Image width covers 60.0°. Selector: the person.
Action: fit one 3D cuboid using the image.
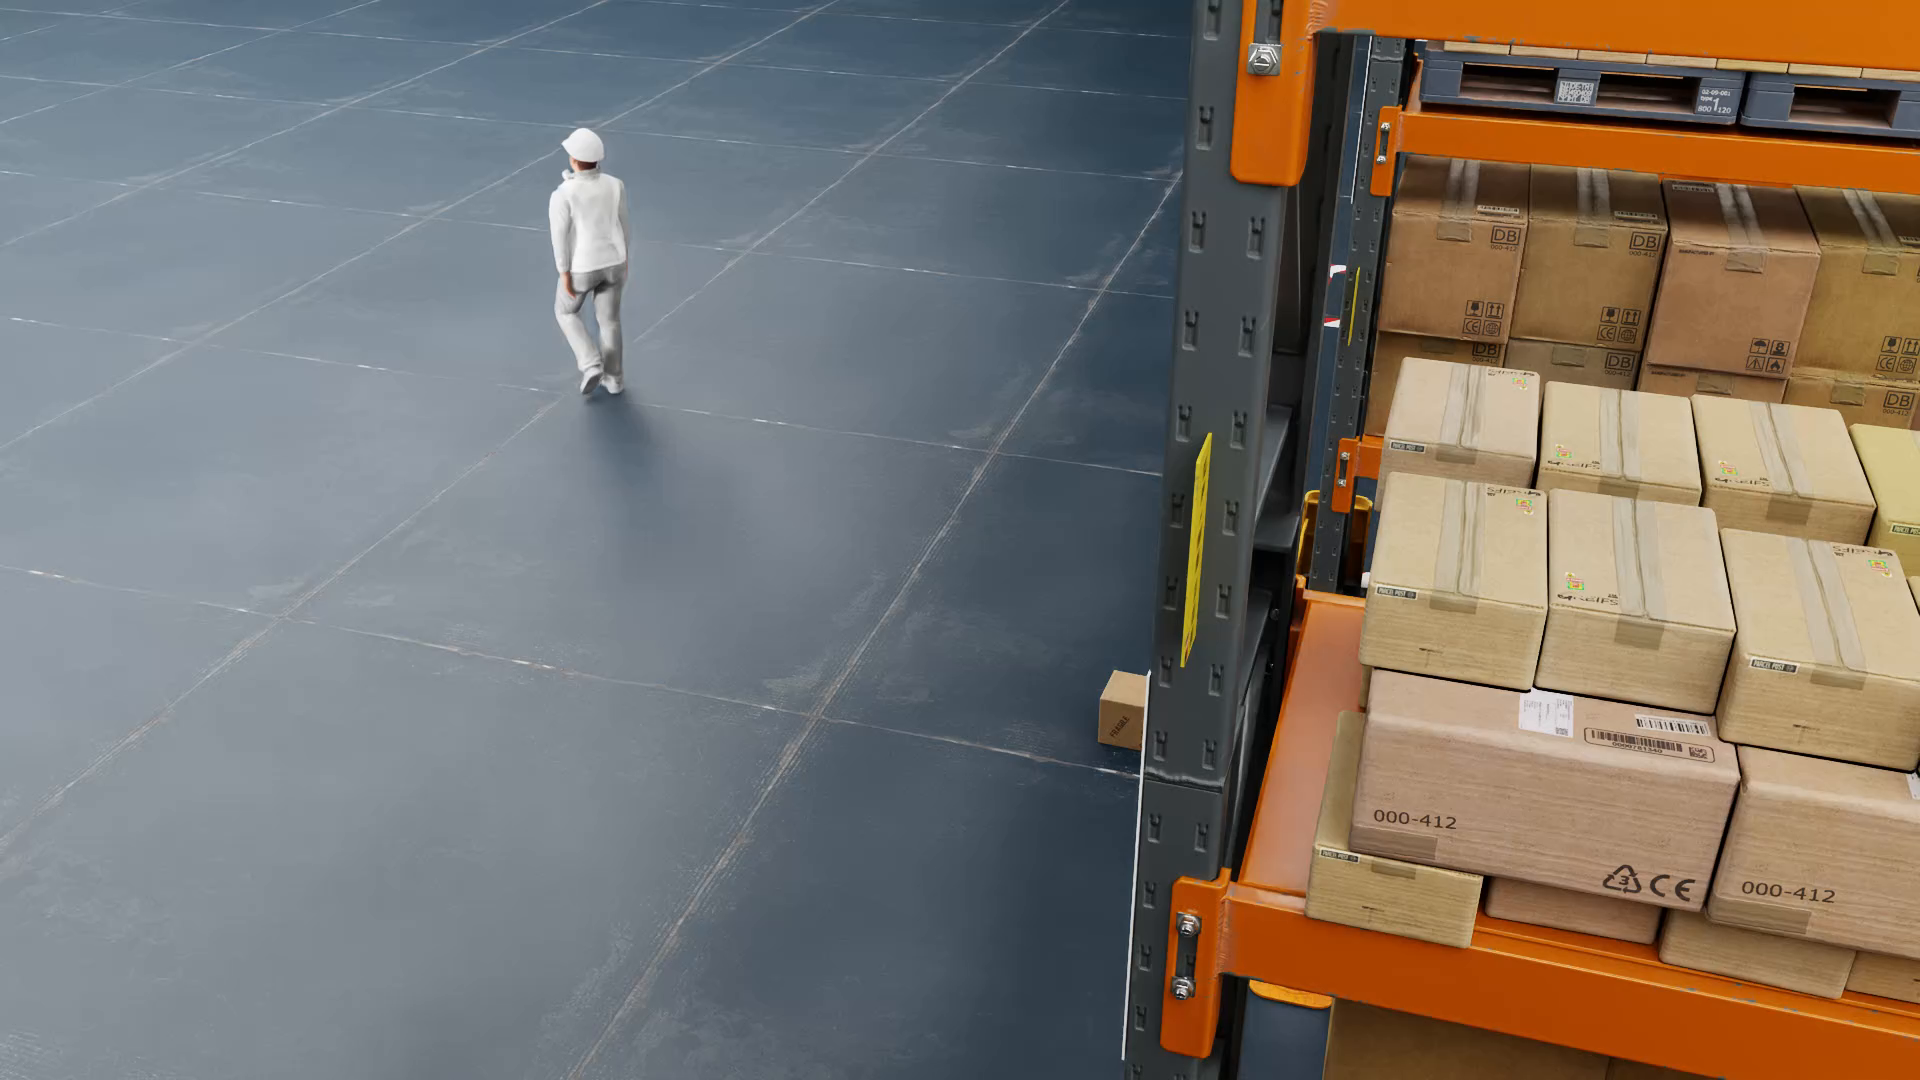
[{"bbox_3d":[-2.402,-1.801,10.802,0.546,1.774,0.453,-18,34,-29],"label":"person"}]
